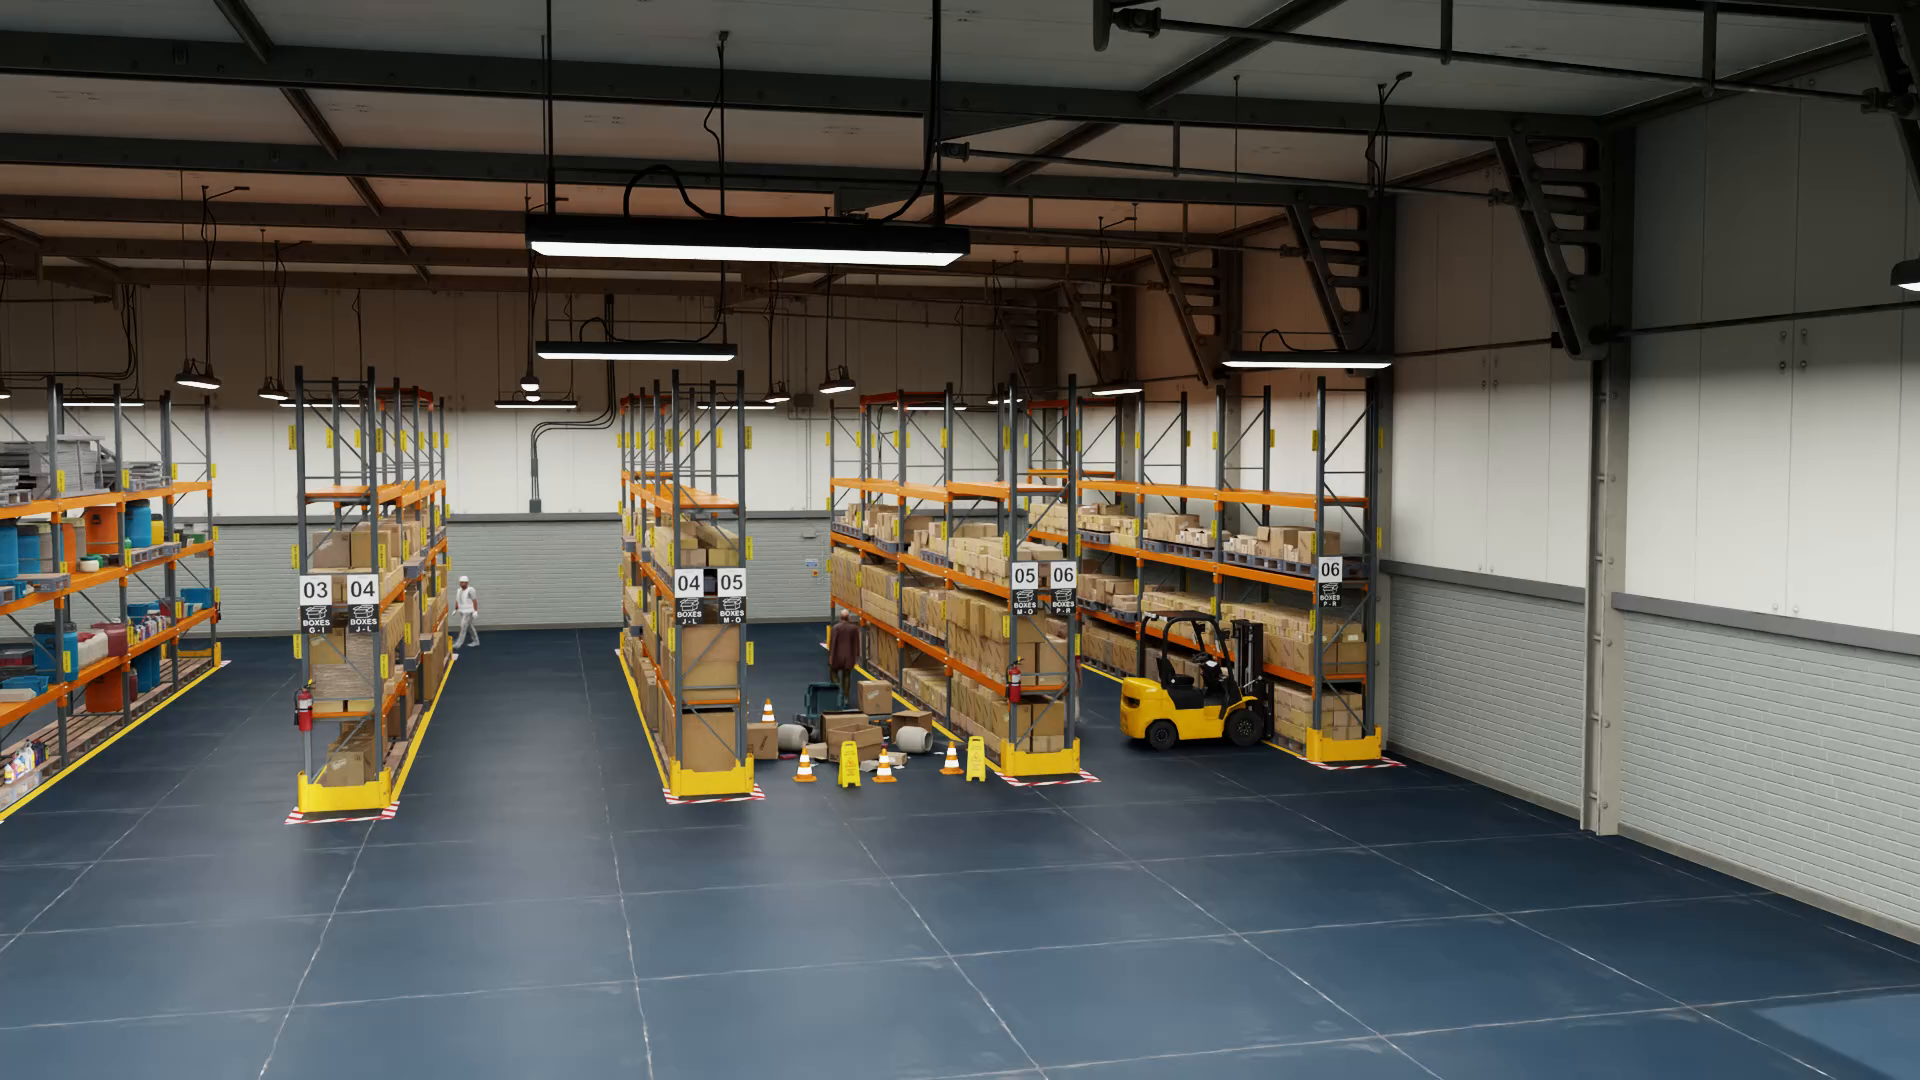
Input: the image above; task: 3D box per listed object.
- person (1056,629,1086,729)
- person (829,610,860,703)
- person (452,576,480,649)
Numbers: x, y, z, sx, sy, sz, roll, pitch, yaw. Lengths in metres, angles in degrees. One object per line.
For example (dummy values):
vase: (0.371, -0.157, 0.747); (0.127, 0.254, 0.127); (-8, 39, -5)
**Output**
person: (1.865, 2.420, 28.882); (0.605, 1.721, 0.538); (-1, 4, -13)
person: (-2.216, 2.211, 31.669); (0.626, 1.778, 0.458); (-1, 4, -15)
person: (-11.948, 1.737, 39.990); (0.568, 1.753, 0.926); (3, 4, 37)
